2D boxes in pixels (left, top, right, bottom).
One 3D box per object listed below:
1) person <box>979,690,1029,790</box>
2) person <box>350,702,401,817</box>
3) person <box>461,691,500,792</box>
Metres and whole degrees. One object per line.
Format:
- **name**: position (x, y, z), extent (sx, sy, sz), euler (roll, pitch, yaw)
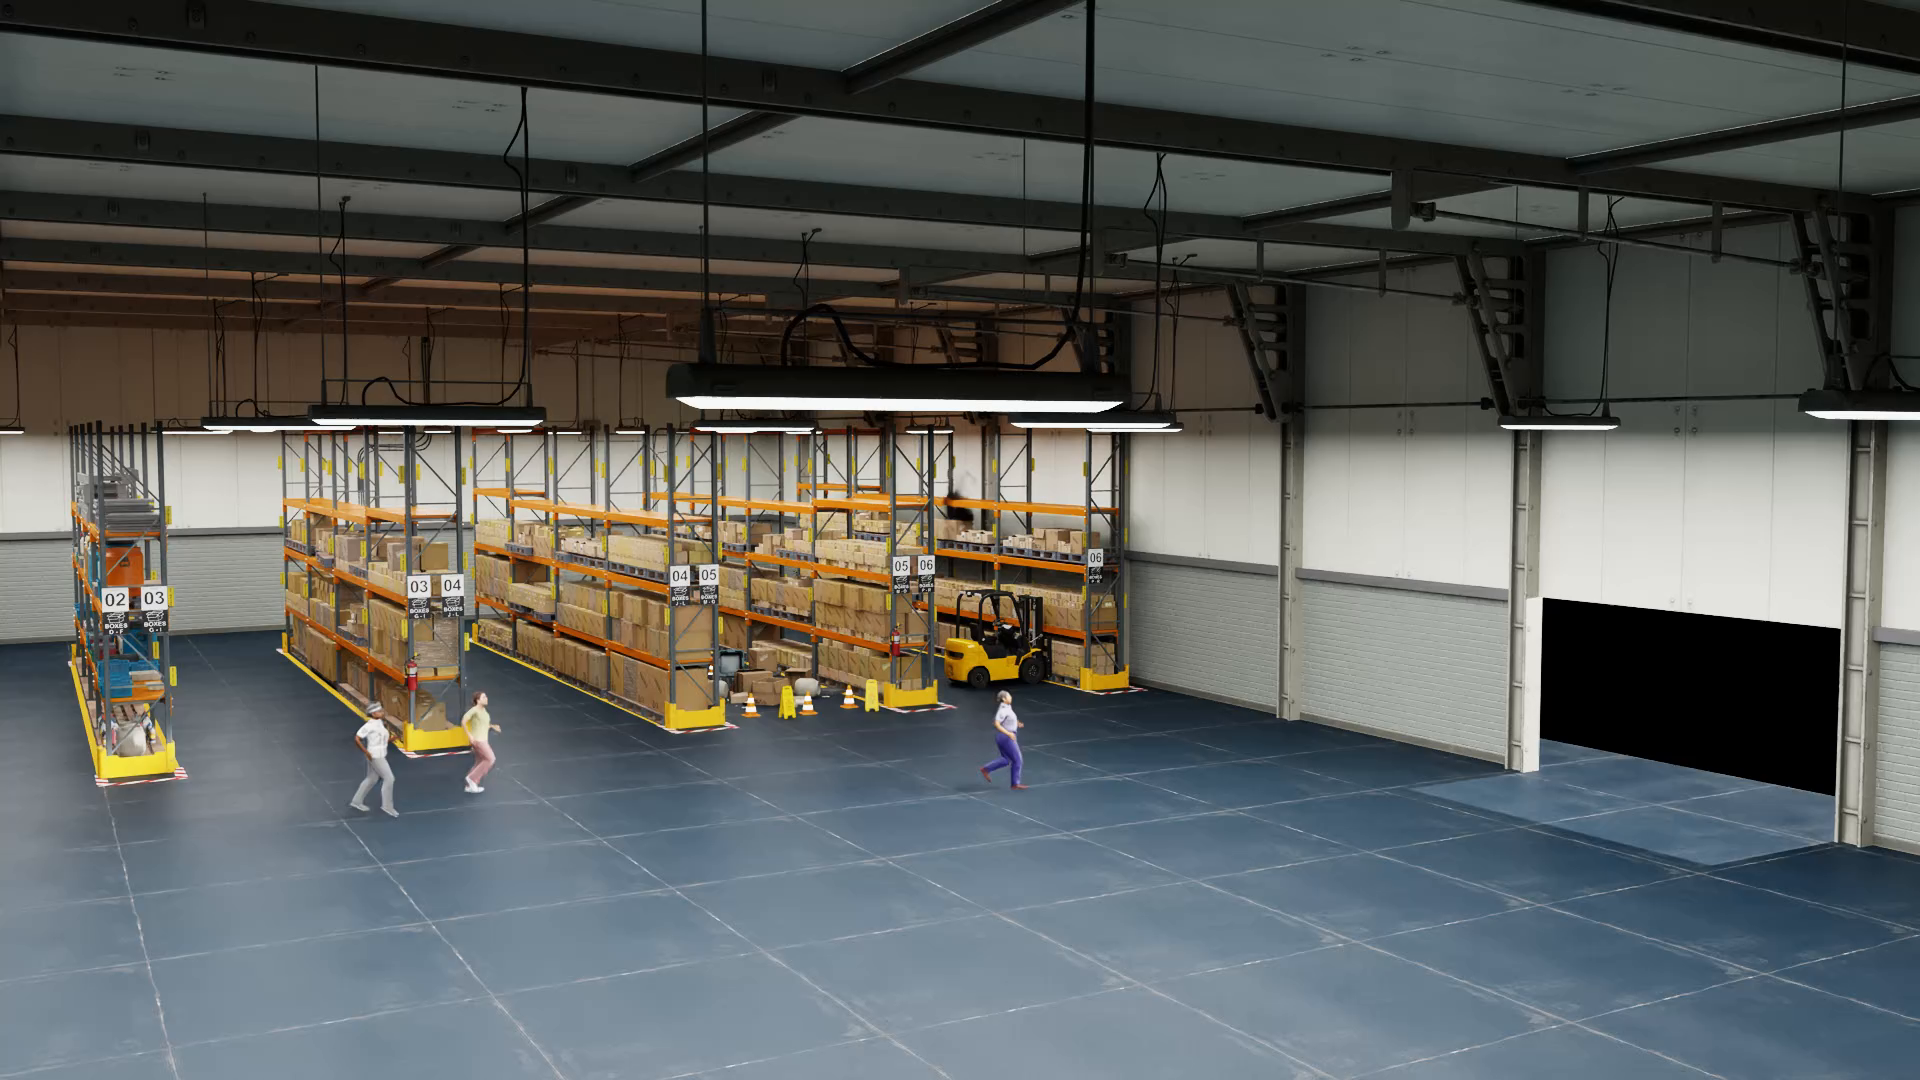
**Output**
- **person**: position (0.716, 3.245, 27.027), extent (0.803, 1.611, 0.620), euler (0, 4, -1)
- **person**: position (-8.847, 3.321, 25.145), extent (0.777, 1.756, 0.547), euler (-1, 4, -9)
- **person**: position (-7.708, 3.242, 26.778), extent (0.564, 1.640, 0.587), euler (0, 4, 1)
